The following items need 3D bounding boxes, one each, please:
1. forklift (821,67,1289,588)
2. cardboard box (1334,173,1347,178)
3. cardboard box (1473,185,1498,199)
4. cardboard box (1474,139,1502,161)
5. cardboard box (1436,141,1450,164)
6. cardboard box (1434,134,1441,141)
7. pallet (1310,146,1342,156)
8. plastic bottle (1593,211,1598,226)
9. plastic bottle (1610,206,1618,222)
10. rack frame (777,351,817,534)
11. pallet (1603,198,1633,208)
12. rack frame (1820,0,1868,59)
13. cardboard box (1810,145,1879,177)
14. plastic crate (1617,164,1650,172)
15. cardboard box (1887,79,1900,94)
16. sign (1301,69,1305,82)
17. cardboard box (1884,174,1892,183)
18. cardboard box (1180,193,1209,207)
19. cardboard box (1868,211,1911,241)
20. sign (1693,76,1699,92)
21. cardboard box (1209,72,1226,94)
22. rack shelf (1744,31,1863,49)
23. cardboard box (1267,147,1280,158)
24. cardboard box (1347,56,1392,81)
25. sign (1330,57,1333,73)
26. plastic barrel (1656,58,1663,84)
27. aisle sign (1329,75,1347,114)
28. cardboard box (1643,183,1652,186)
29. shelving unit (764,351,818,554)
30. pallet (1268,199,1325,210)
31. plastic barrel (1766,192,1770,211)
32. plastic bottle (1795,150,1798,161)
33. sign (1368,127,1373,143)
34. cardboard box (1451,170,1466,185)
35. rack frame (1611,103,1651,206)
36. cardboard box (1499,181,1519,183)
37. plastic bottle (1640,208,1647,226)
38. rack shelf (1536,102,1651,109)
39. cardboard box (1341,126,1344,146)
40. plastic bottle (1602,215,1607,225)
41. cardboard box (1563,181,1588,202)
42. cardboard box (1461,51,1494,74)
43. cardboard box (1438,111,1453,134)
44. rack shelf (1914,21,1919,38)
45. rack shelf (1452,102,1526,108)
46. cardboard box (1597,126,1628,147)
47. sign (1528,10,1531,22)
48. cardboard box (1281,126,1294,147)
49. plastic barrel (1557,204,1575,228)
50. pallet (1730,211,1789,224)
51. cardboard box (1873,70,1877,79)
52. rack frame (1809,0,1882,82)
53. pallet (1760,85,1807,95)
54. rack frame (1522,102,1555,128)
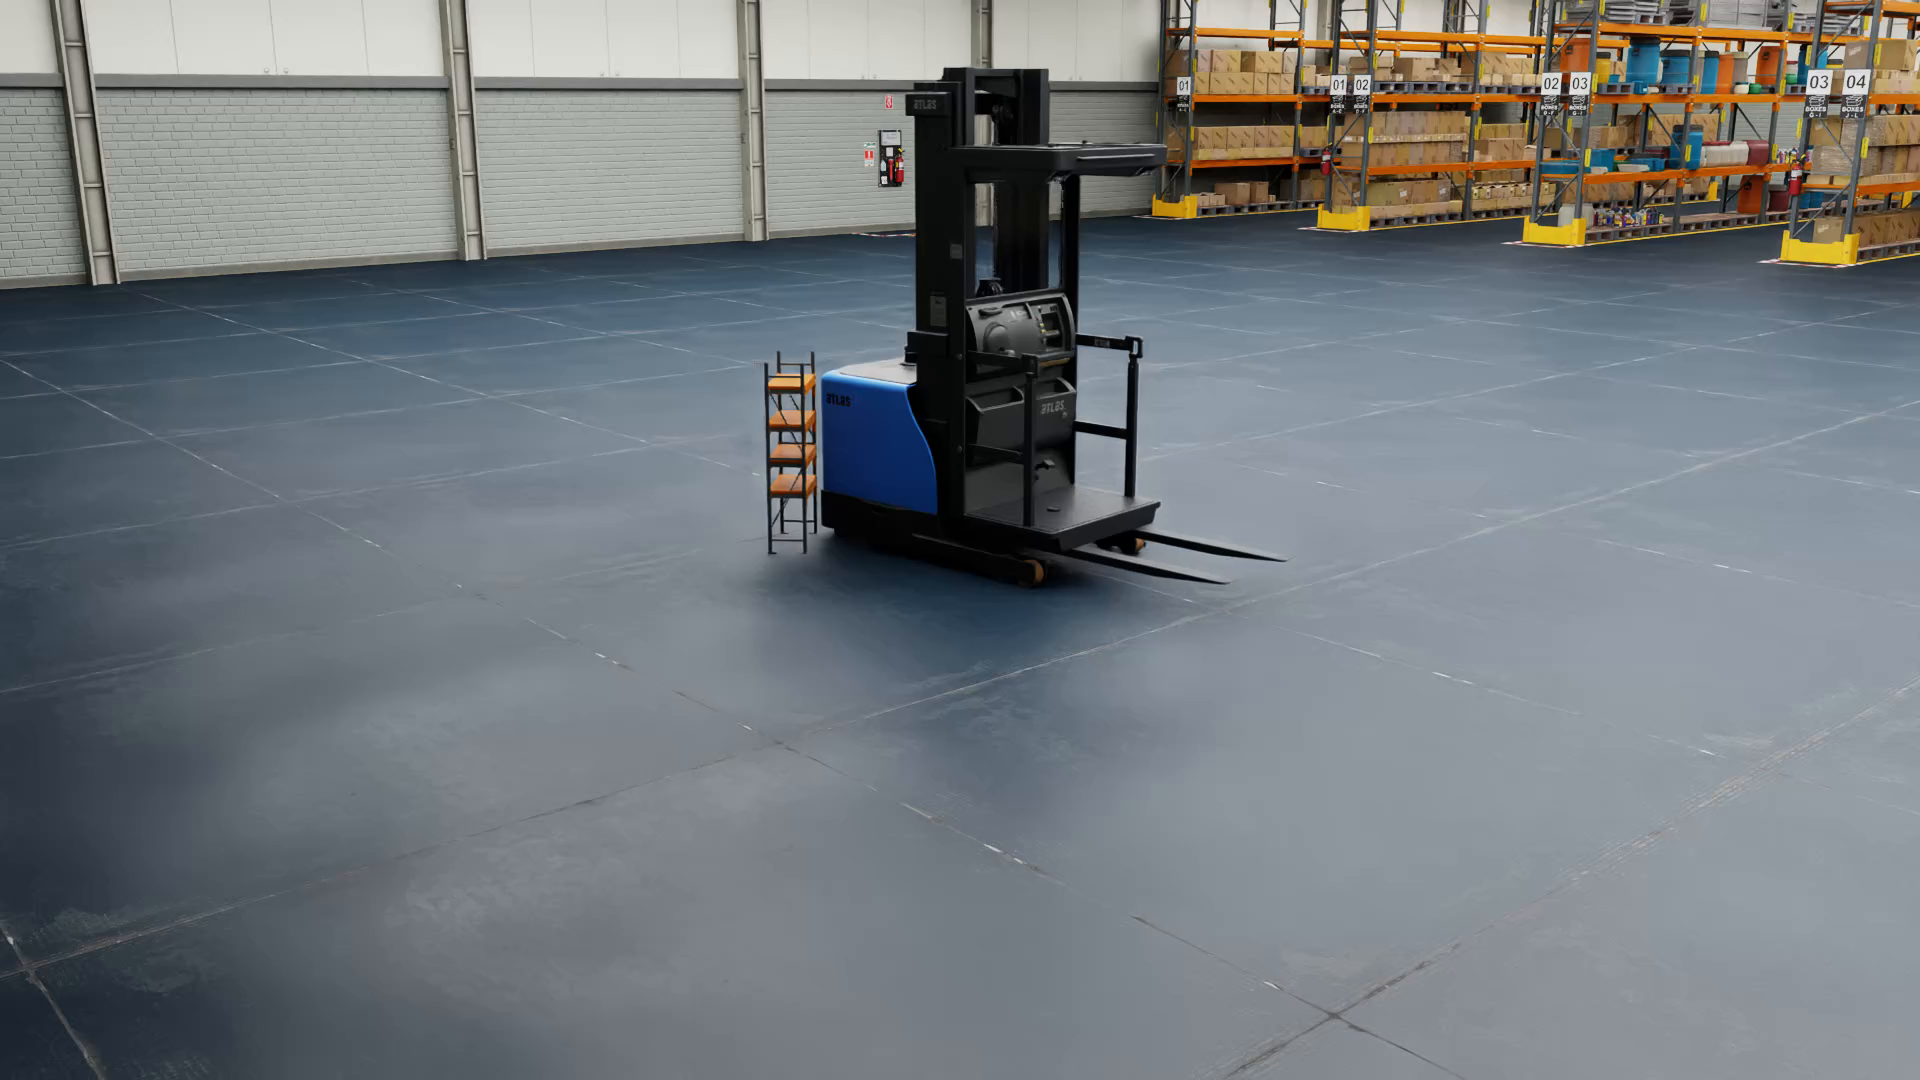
[{"bbox_3d":[0.531,-1.290,9.900,3.031,2.935,1.130,13,20,40],"label":"forklift"},{"bbox_3d":[9.716,-9.571,43.308,0.500,0.250,0.500,-13,20,-40],"label":"cardboard box"},{"bbox_3d":[12.175,-8.118,38.757,0.500,0.311,0.500,-13,20,-40],"label":"cardboard box"},{"bbox_3d":[12.306,-9.132,38.931,0.500,0.500,0.500,-11,18,-35],"label":"cardboard box"},{"bbox_3d":[10.594,-8.749,37.496,0.500,0.500,0.700,-13,20,-40],"label":"cardboard box"},{"bbox_3d":[10.485,-8.969,37.065,0.250,0.149,0.380,-13,20,-40],"label":"cardboard box"},{"bbox_3d":[9.615,-10.073,43.019,1.213,0.211,1.003,-13,19,-39],"label":"pallet"},{"bbox_3d":[12.926,-6.538,33.826,0.133,0.283,0.061,-13,19,-39],"label":"plastic bottle"},{"bbox_3d":[13.543,-6.747,34.478,0.185,0.351,0.144,-14,20,-42],"label":"plastic bottle"},{"bbox_3d":[-1.052,-0.623,10.751,0.240,1.200,0.015,1,15,3],"label":"rack frame"},{"bbox_3d":[16.764,-8.730,43.025,1.213,0.211,1.003,-13,19,-39],"label":"pallet"},{"bbox_3d":[20.602,-12.156,38.821,0.127,3.000,1.000,-13,19,-39],"label":"rack frame"},{"bbox_3d":[15.234,-6.540,28.653,0.500,0.500,0.875,-13,19,-39],"label":"cardboard box"},{"bbox_3d":[13.508,-7.451,33.342,0.437,0.136,0.530,-13,19,-39],"label":"plastic crate"},{"bbox_3d":[15.719,-7.757,28.456,0.500,0.250,0.500,-13,20,-41],"label":"cardboard box"},{"bbox_3d":[8.426,-11.426,40.898,0.005,0.325,0.100,-13,19,-39],"label":"sign"},{"bbox_3d":[16.111,-6.354,29.212,0.250,0.149,0.380,-13,19,-39],"label":"cardboard box"},{"bbox_3d":[5.627,-8.167,39.869,0.500,0.311,0.500,13,20,41],"label":"cardboard box"},{"bbox_3d":[17.063,-5.775,30.587,0.500,0.500,0.500,-6,16,-22],"label":"cardboard box"},{"bbox_3d":[14.920,-9.247,33.726,0.005,0.325,0.100,-13,19,-39],"label":"sign"},{"bbox_3d":[5.891,-10.753,39.148,0.500,0.500,0.500,-11,19,-36],"label":"cardboard box"},{"bbox_3d":[19.093,-11.276,37.698,4.000,0.370,1.077,-13,19,-39],"label":"rack shelf"},{"bbox_3d":[7.524,-9.546,40.928,0.500,0.250,0.500,-13,19,-39],"label":"cardboard box"},{"bbox_3d":[8.737,-10.056,35.486,0.637,0.503,0.797,-11,18,-36],"label":"cardboard box"},{"bbox_3d":[7.955,-10.136,35.511,0.005,0.325,0.100,-13,19,-39],"label":"sign"},{"bbox_3d":[14.113,-9.574,33.936,0.421,0.512,0.421,0,15,0],"label":"plastic barrel"},{"bbox_3d":[8.058,-9.492,35.435,0.004,0.787,0.394,-13,19,-39],"label":"aisle sign"},{"bbox_3d":[18.163,-9.415,44.542,0.500,0.311,0.500,-13,19,-39],"label":"cardboard box"},{"bbox_3d":[-1.064,-0.560,10.516,0.258,1.200,0.503,1,15,3],"label":"shelving unit"},{"bbox_3d":[8.650,-8.616,42.597,1.213,0.211,1.003,-13,19,-39],"label":"pallet"},{"bbox_3d":[18.310,-7.780,38.072,0.421,0.512,0.421,0,15,0],"label":"plastic barrel"},{"bbox_3d":[19.025,-8.721,37.812,0.133,0.283,0.061,-13,19,-39],"label":"plastic bottle"},{"bbox_3d":[8.661,-8.537,35.068,0.005,0.325,0.100,-13,19,-39],"label":"sign"},{"bbox_3d":[13.694,-10.215,46.532,0.750,0.750,0.750,-12,19,-39],"label":"cardboard box"},{"bbox_3d":[17.353,-10.223,43.208,0.127,3.000,1.000,-13,19,-39],"label":"rack frame"},{"bbox_3d":[13.357,-8.568,40.442,0.500,0.311,0.500,-13,20,-41],"label":"cardboard box"},{"bbox_3d":[13.882,-6.583,33.862,0.185,0.351,0.144,-13,20,-40],"label":"plastic bottle"},{"bbox_3d":[15.845,-10.985,41.646,4.000,0.370,1.077,-13,19,-39],"label":"rack shelf"},{"bbox_3d":[9.808,-10.473,43.098,0.500,0.500,0.700,-13,19,-39],"label":"cardboard box"},{"bbox_3d":[13.195,-6.555,34.049,0.097,0.201,0.097,0,15,0],"label":"plastic bottle"},{"bbox_3d":[15.258,-8.661,41.354,0.500,0.500,0.500,-14,20,-41],"label":"cardboard box"},{"bbox_3d":[11.809,-10.906,37.978,0.500,0.500,0.500,-12,19,-39],"label":"cardboard box"},{"bbox_3d":[10.607,-9.380,37.347,0.500,0.500,0.700,-13,20,-39],"label":"cardboard box"},{"bbox_3d":[19.327,-9.635,31.551,4.000,0.370,1.077,-13,19,-39],"label":"rack shelf"},{"bbox_3d":[15.607,-12.627,47.790,4.000,0.370,1.077,-13,19,-39],"label":"rack shelf"},{"bbox_3d":[16.849,-10.437,43.004,0.700,0.500,0.500,8,17,28],"label":"cardboard box"},{"bbox_3d":[16.757,-15.399,48.846,0.005,0.325,0.100,-13,19,-39],"label":"sign"},{"bbox_3d":[7.910,-9.990,41.137,0.500,0.500,0.500,-13,20,-39],"label":"cardboard box"},{"bbox_3d":[11.996,-6.352,32.725,0.421,0.512,0.421,0,15,0],"label":"plastic barrel"},{"bbox_3d":[18.152,-7.374,37.949,1.213,0.211,1.003,-13,19,-39],"label":"pallet"},{"bbox_3d":[15.160,-7.832,27.962,0.250,0.149,0.380,-13,20,-40],"label":"cardboard box"},{"bbox_3d":[14.801,-9.159,27.601,0.127,3.000,1.000,-13,19,-39],"label":"rack frame"},{"bbox_3d":[18.226,-10.049,37.110,1.213,0.211,1.003,-13,19,-39],"label":"pallet"},{"bbox_3d":[17.116,-11.864,49.353,0.127,3.000,1.000,-13,19,-39],"label":"rack frame"}]
